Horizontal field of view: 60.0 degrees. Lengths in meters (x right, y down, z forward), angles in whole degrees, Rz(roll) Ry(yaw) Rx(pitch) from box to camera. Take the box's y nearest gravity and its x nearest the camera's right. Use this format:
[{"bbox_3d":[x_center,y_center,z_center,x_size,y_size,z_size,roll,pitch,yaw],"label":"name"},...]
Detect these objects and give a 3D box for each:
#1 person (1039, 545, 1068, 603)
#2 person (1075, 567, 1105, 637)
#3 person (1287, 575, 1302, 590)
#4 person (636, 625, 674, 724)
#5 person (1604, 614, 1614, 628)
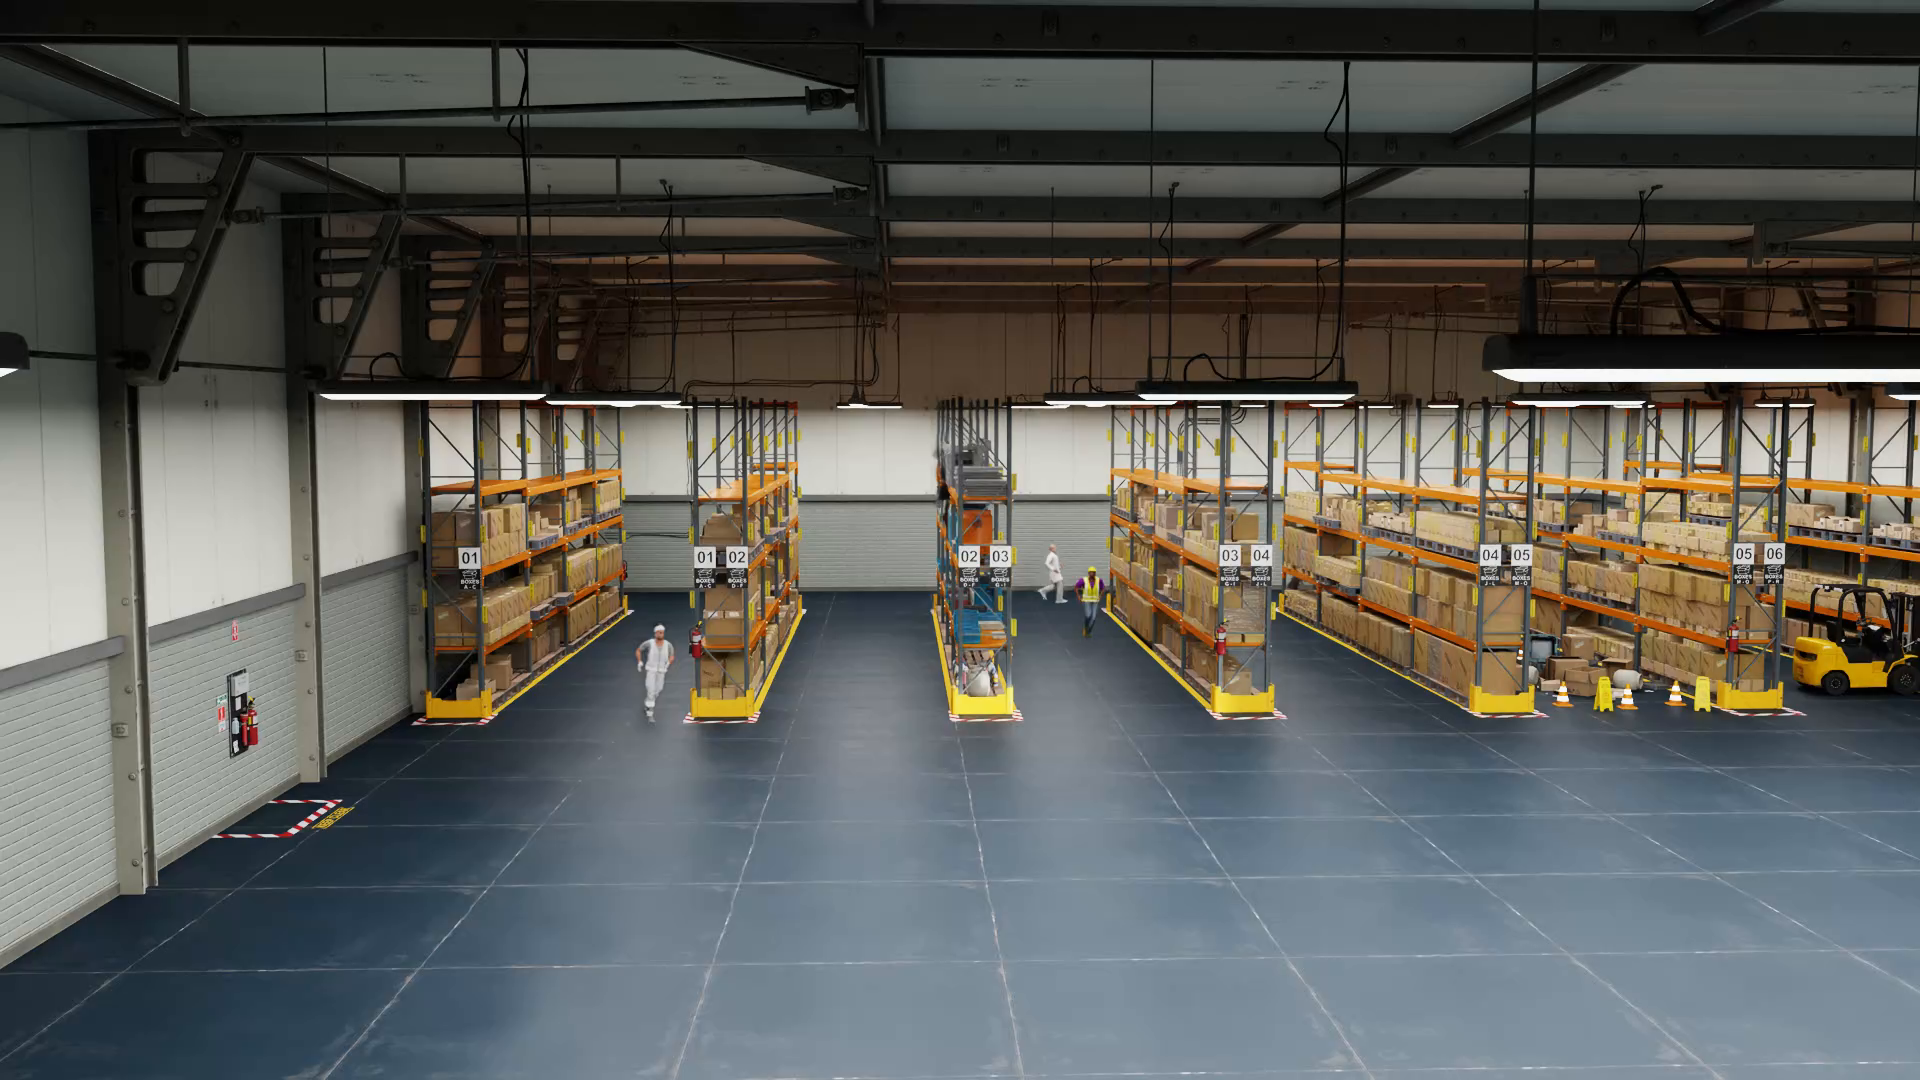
[{"bbox_3d":[2.785,1.011,49.712,0.910,1.746,0.720,1,5,12],"label":"person"},{"bbox_3d":[3.153,1.499,39.983,0.703,1.724,0.573,-1,4,-9],"label":"person"},{"bbox_3d":[9.916,1.107,49.149,0.564,1.669,0.779,2,5,27],"label":"person"},{"bbox_3d":[-5.666,2.465,30.962,0.707,1.776,0.899,-2,5,-26],"label":"person"},{"bbox_3d":[17.166,1.508,43.879,0.555,1.654,0.530,-1,4,-11],"label":"person"}]
